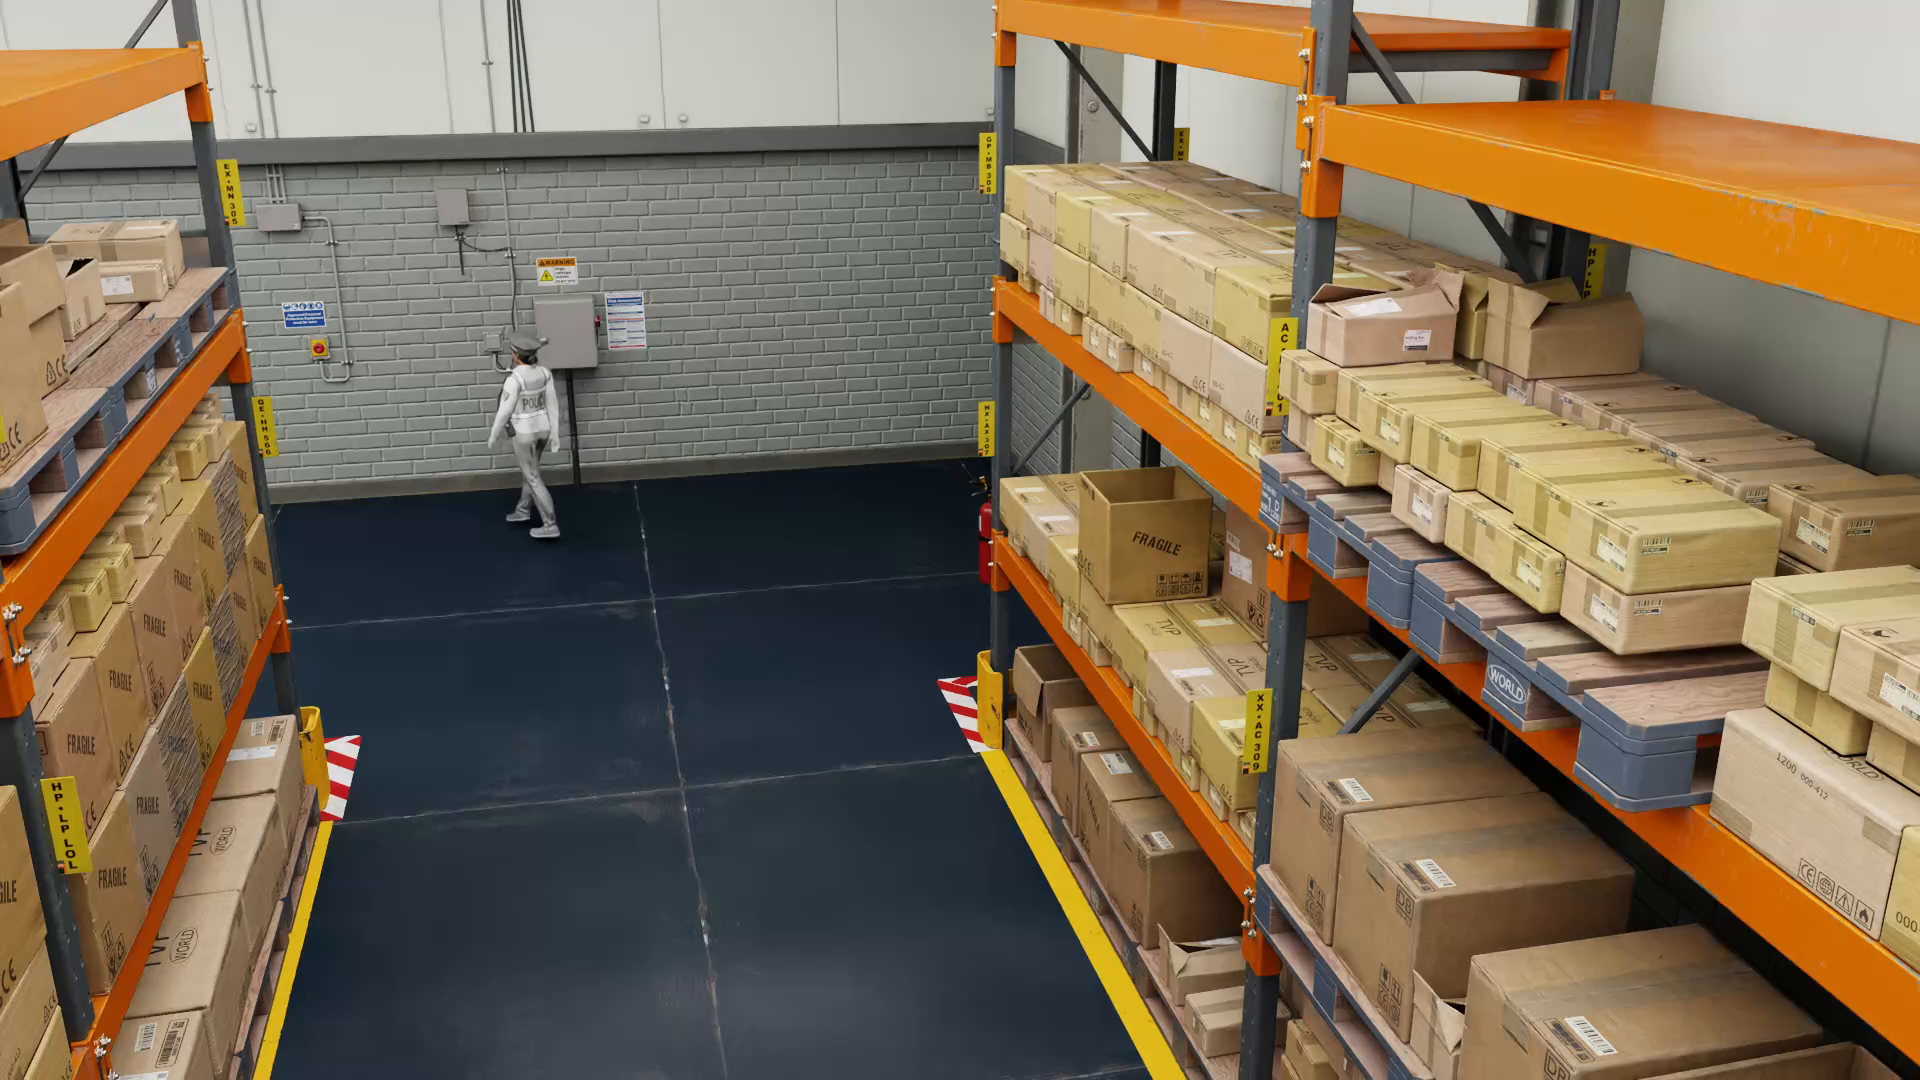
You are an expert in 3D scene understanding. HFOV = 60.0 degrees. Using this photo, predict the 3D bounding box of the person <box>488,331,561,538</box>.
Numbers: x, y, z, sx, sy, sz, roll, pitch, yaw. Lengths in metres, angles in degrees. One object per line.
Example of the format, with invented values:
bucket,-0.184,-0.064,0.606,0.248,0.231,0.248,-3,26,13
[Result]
person,-3.557,-0.858,13.377,0.752,1.677,0.495,10,22,27
